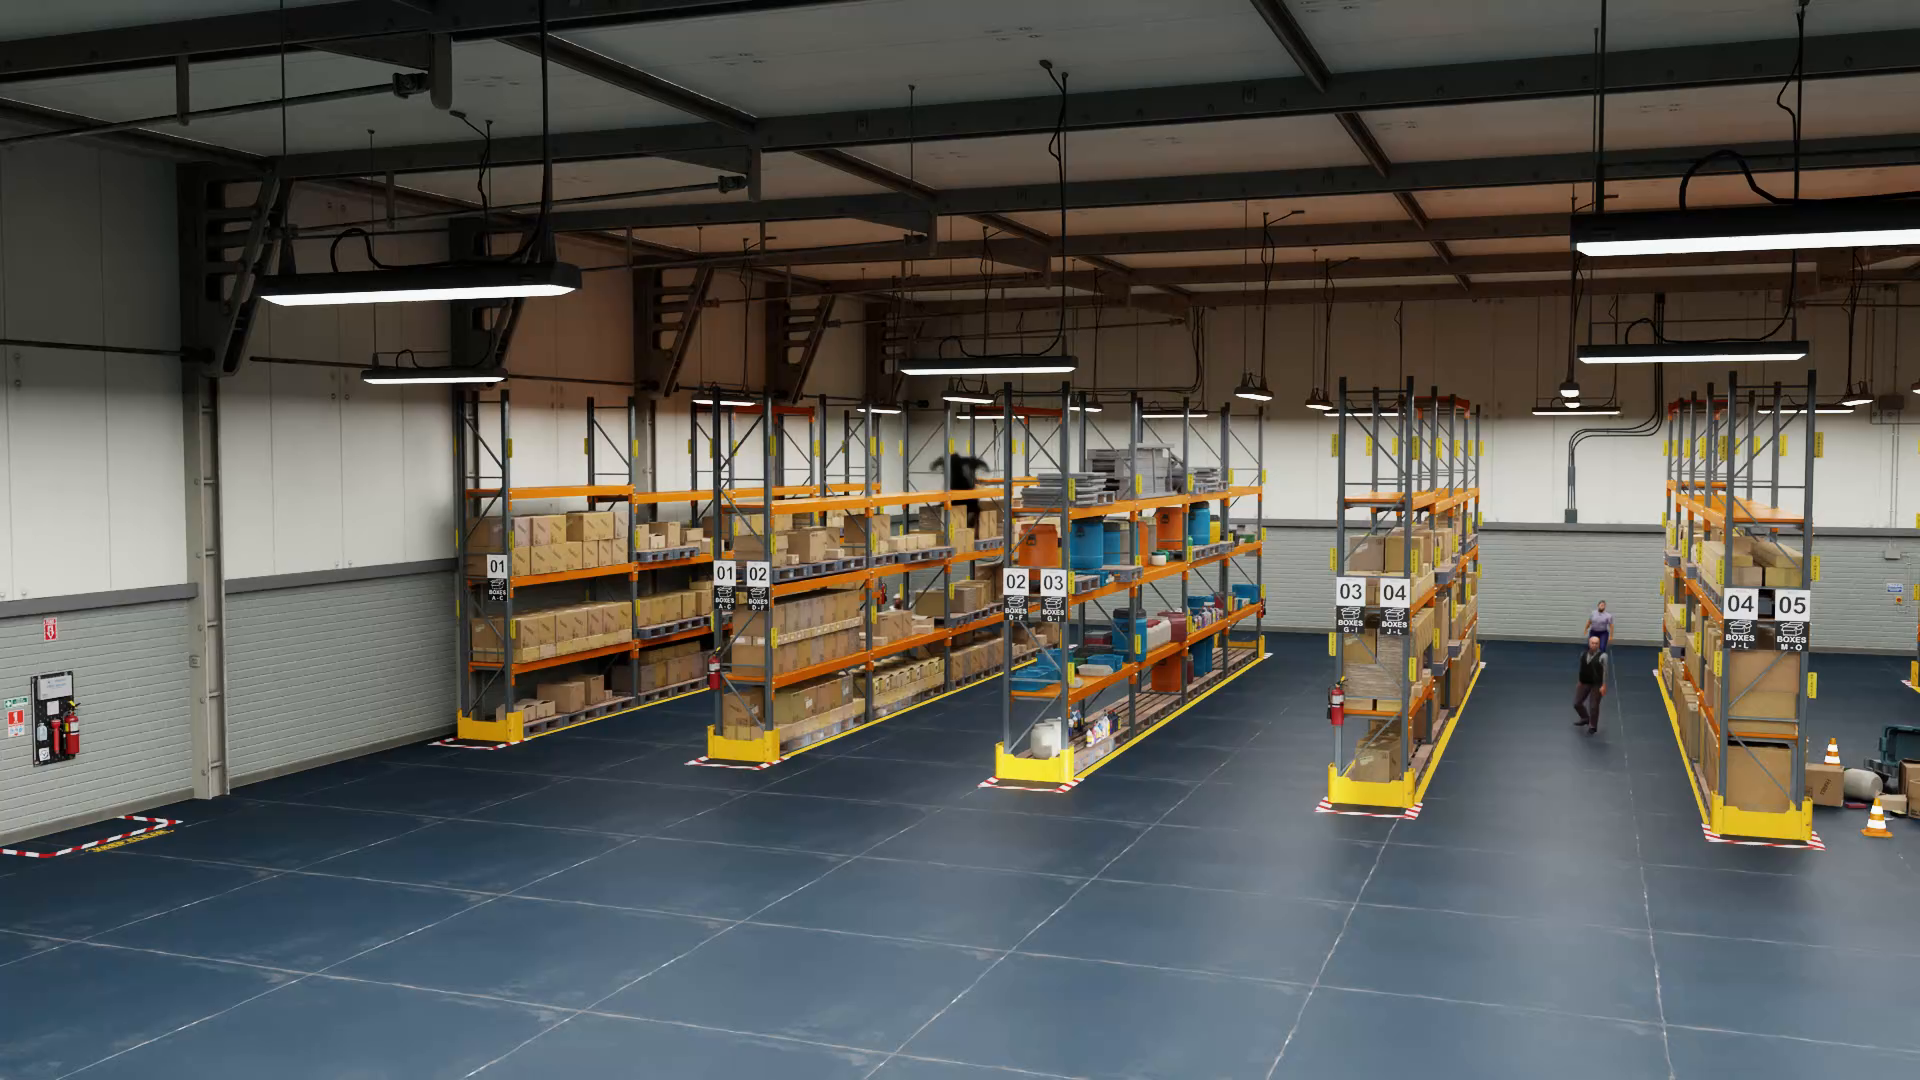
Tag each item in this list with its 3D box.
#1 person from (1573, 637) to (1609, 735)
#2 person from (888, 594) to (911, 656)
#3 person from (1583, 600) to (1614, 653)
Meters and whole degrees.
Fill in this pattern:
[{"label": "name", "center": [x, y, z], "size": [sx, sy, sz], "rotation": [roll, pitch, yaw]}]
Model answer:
[{"label": "person", "center": [11.062, 2.552, 29.131], "size": [0.475, 1.746, 0.652], "rotation": [-3, 4, -40]}, {"label": "person", "center": [-1.374, 2.078, 37.470], "size": [0.679, 1.724, 0.646], "rotation": [1, 3, 21]}, {"label": "person", "center": [14.442, 2.137, 37.583], "size": [0.678, 1.588, 0.662], "rotation": [2, 4, 31]}]
